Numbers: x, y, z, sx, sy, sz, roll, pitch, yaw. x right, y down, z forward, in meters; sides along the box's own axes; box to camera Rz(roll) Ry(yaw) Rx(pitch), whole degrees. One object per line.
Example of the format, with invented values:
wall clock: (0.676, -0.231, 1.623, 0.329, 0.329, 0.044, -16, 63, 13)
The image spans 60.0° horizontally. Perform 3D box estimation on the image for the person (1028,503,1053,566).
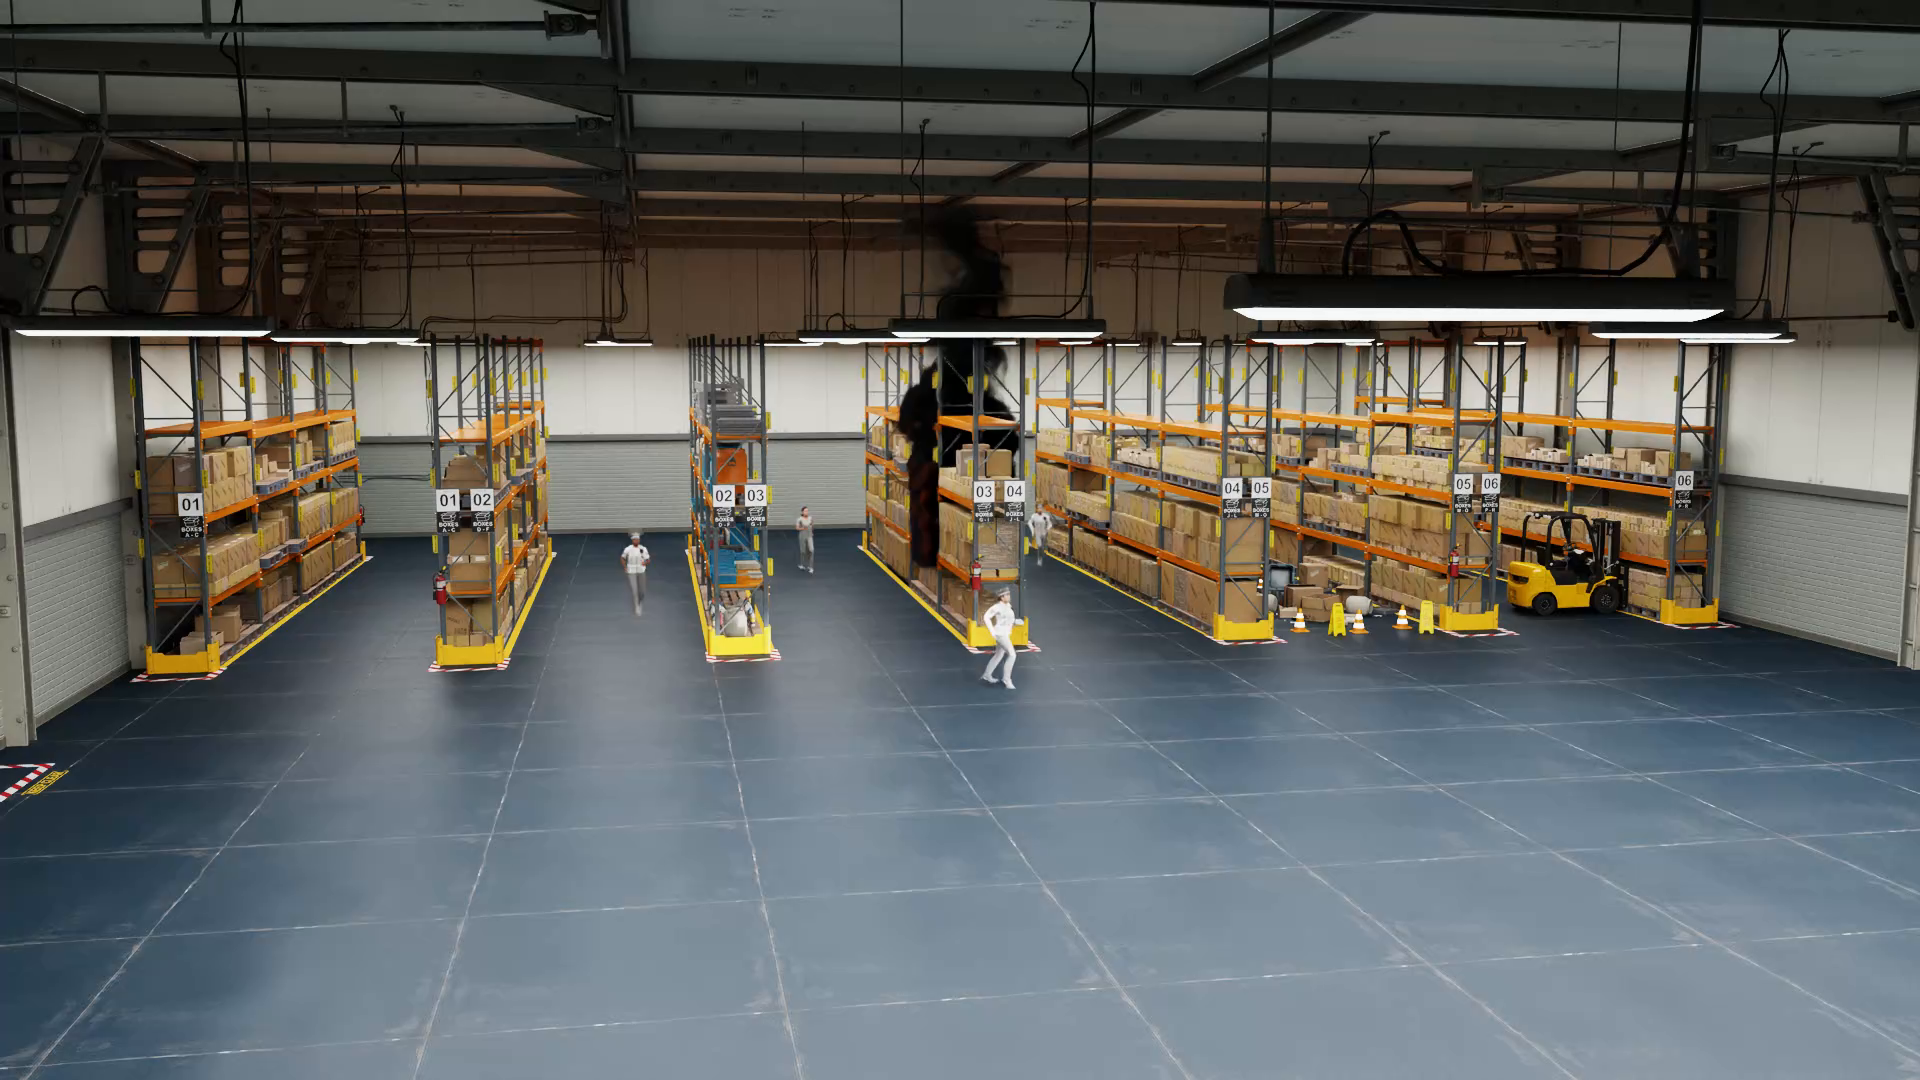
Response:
person: (2.064, -0.136, 42.504, 0.606, 1.653, 0.801, -1, 7, -5)

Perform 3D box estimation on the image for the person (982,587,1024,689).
person: (0.728, 1.663, 28.315, 0.728, 1.746, 0.598, 2, 7, 19)

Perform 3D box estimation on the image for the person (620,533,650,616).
person: (-6.660, 0.686, 34.213, 0.588, 1.695, 0.770, -2, 7, -19)

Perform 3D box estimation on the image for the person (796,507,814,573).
person: (-3.997, -0.017, 42.882, 0.511, 1.711, 0.825, -3, 7, -21)
